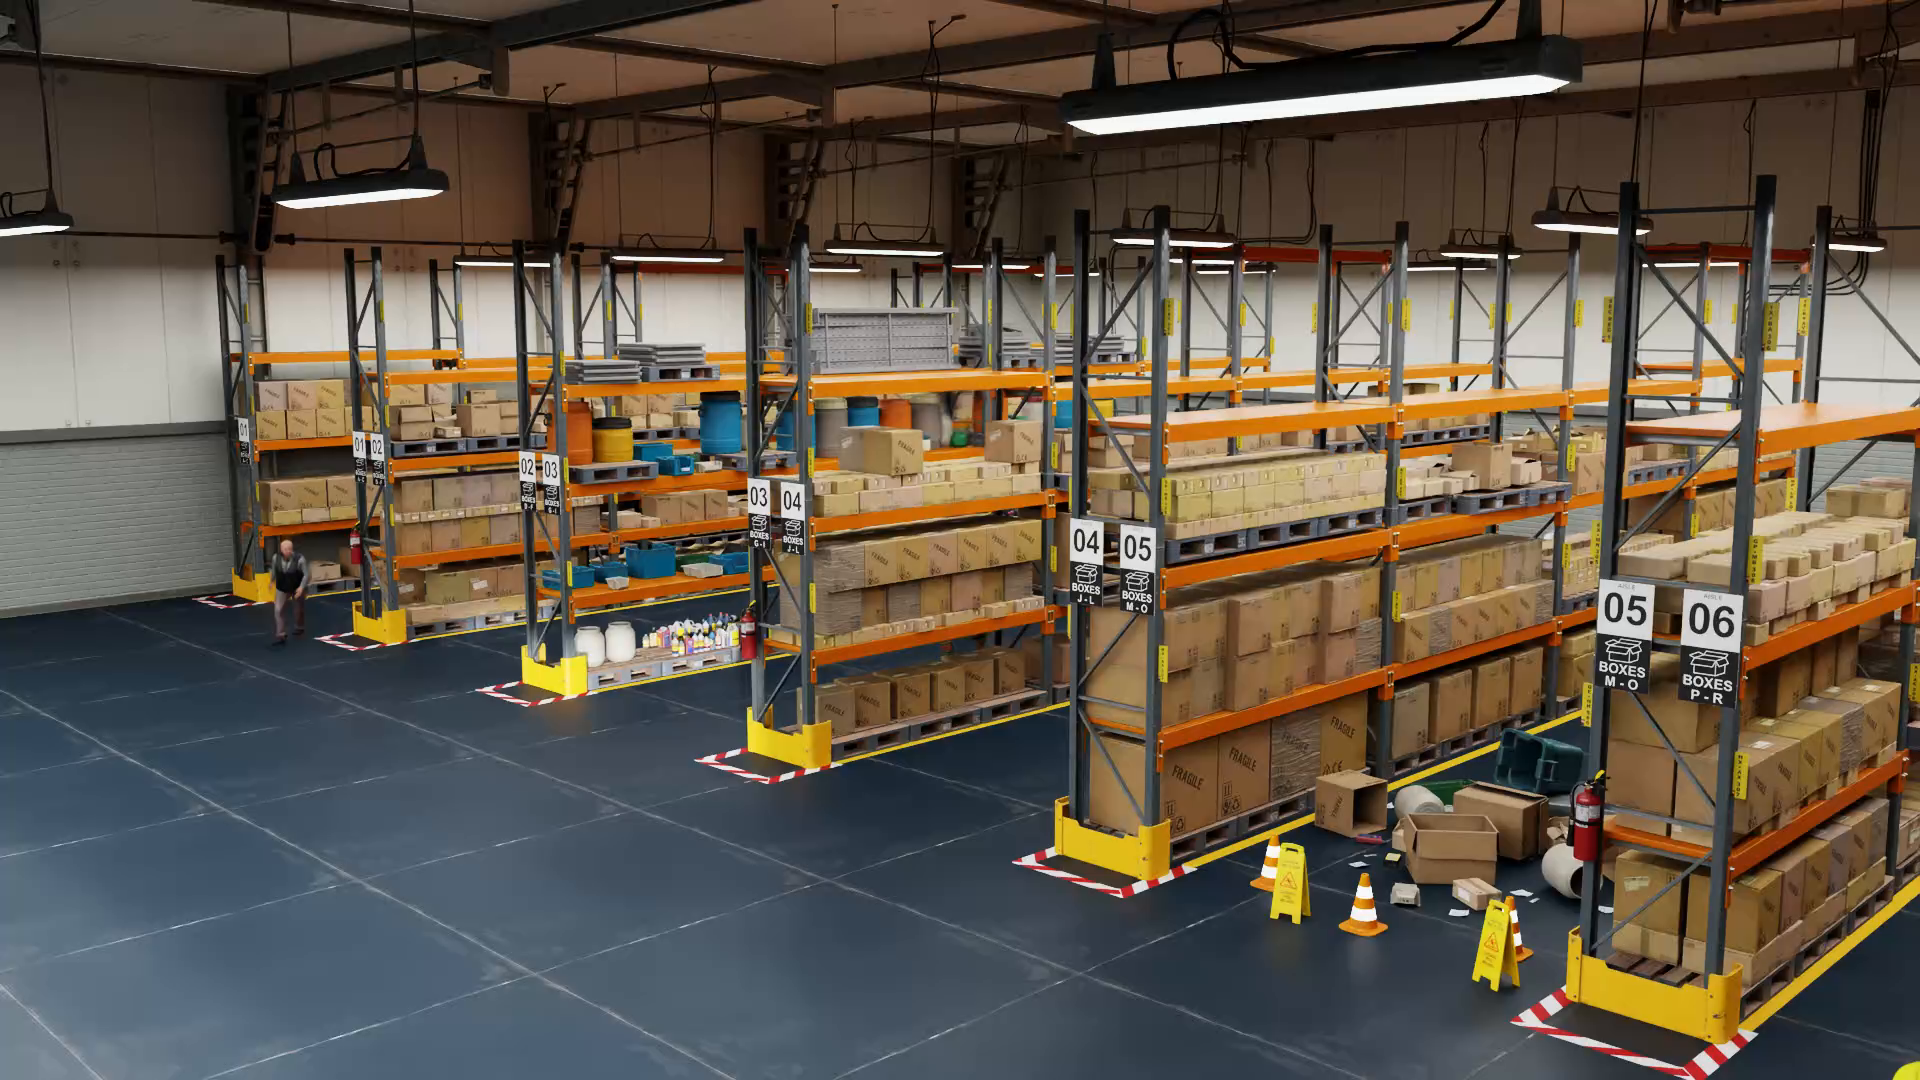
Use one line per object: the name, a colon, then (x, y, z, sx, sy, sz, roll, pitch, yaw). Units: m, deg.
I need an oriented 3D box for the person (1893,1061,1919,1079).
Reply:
person: (4.395, 3.225, 7.612, 0.841, 1.725, 0.719, -8, 11, -44)

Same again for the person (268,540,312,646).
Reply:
person: (-10.195, 0.761, 25.303, 0.692, 1.593, 1.130, -1, 8, -8)

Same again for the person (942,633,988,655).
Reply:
person: (0.001, 0.950, 23.276, 0.628, 1.775, 1.039, 7, 11, 40)

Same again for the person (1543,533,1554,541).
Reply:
person: (8.927, 0.750, 25.212, 0.727, 1.751, 0.883, 7, 11, 40)
